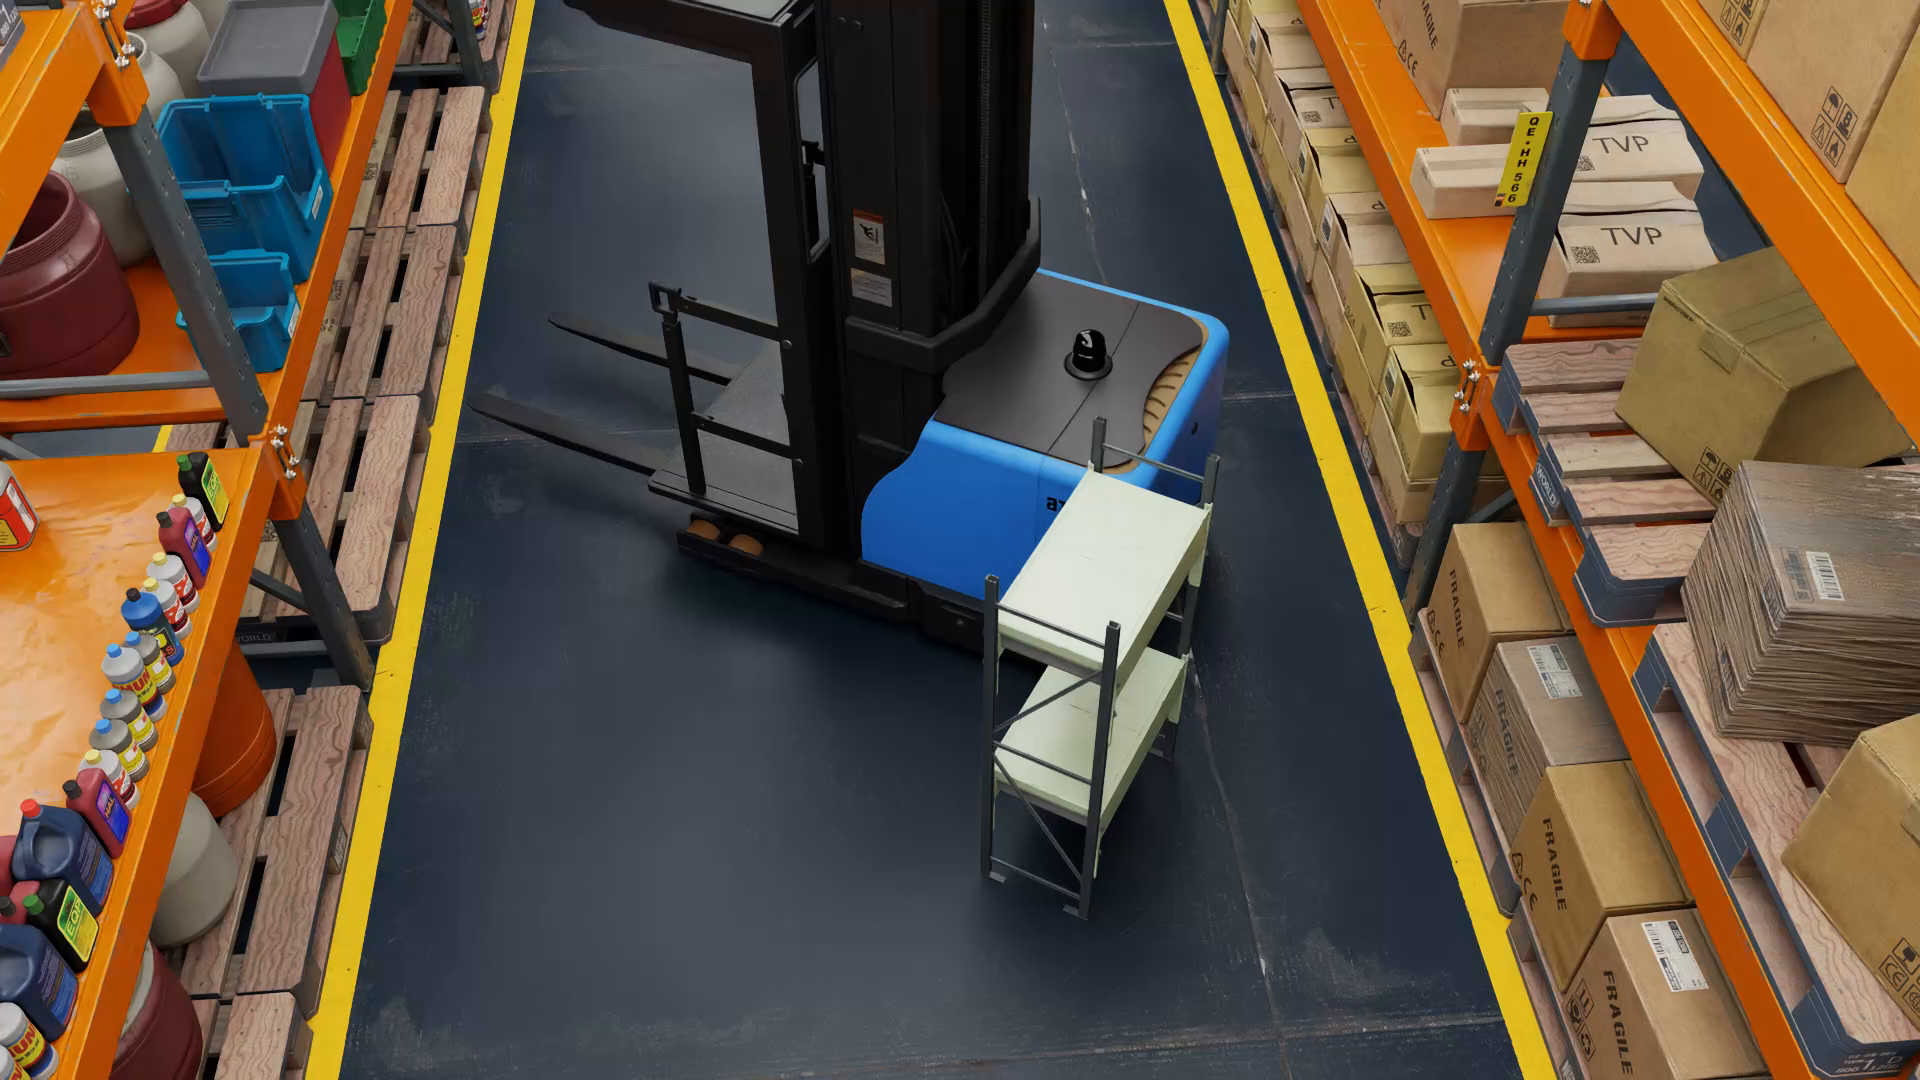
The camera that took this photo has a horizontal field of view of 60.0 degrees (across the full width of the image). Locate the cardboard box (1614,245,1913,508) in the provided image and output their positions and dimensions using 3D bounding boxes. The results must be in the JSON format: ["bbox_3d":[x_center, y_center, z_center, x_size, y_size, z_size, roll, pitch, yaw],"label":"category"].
[{"bbox_3d":[2.396,-0.500,4.799,0.700,0.500,0.500,-18,49,-16],"label":"cardboard box"}]

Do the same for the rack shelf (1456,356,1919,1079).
[{"bbox_3d":[2.399,0.925,4.304,1.077,0.370,4.000,-3,47,-3],"label":"rack shelf"}]

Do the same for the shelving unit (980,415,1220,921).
[{"bbox_3d":[0.419,0.446,5.294,0.431,1.500,0.755,21,50,18],"label":"shelving unit"}]

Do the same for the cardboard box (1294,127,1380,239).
[{"bbox_3d":[1.813,-1.629,7.445,0.500,0.311,0.500,-2,47,-2],"label":"cardboard box"}]

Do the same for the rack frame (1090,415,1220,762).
[{"bbox_3d":[0.587,0.210,5.518,0.400,1.500,0.023,21,50,18],"label":"rack frame"}]

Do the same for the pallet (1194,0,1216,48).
[{"bbox_3d":[1.871,-3.283,9.714,1.003,0.211,1.213,-3,47,-3],"label":"pallet"}]

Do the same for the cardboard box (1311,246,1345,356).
[{"bbox_3d":[1.858,-1.071,7.303,0.500,0.250,0.500,-3,47,-2],"label":"cardboard box"}]

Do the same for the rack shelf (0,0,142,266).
[{"bbox_3d":[-2.538,0.191,2.932,1.077,0.370,4.000,-3,47,-3],"label":"rack shelf"}]

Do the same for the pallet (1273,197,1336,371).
[{"bbox_3d":[2.102,-1.290,7.826,1.003,0.211,1.213,-3,47,-3],"label":"pallet"}]

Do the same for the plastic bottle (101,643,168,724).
[{"bbox_3d":[-2.203,0.373,4.420,0.097,0.271,0.097,0,47,0],"label":"plastic bottle"}]

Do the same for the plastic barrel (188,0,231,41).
[{"bbox_3d":[-3.117,-2.176,6.651,0.433,0.535,0.433,0,47,0],"label":"plastic barrel"}]

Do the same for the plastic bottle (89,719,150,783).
[{"bbox_3d":[-2.187,0.538,4.312,0.097,0.201,0.097,0,47,0],"label":"plastic bottle"}]

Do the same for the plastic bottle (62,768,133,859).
[{"bbox_3d":[-2.151,0.662,4.137,0.061,0.283,0.133,-3,47,-3],"label":"plastic bottle"}]

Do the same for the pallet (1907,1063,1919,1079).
[{"bbox_3d":[2.608,1.605,3.296,1.003,0.211,1.213,-3,47,-3],"label":"pallet"}]

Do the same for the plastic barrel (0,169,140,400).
[{"bbox_3d":[-3.046,-0.836,5.382,0.600,0.536,0.708,-3,47,-3],"label":"plastic barrel"}]

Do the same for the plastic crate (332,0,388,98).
[{"bbox_3d":[-2.613,-2.050,6.771,0.450,0.188,0.662,-3,47,-3],"label":"plastic crate"}]

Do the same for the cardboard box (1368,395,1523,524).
[{"bbox_3d":[1.944,-0.335,6.605,0.500,0.250,0.500,-2,47,-2],"label":"cardboard box"}]

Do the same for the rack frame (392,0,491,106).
[{"bbox_3d":[-3.040,-3.365,7.871,1.000,3.000,0.127,-3,47,-3],"label":"rack frame"}]

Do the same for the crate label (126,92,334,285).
[{"bbox_3d":[-2.519,-1.219,5.814,0.502,0.435,0.616,-3,47,-3],"label":"crate label"}]

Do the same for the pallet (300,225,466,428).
[{"bbox_3d":[-2.830,-0.956,7.510,1.003,0.211,1.213,-3,47,-3],"label":"pallet"}]

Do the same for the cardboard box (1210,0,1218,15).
[{"bbox_3d":[1.640,-3.185,9.305,0.500,0.250,0.500,-3,47,-3],"label":"cardboard box"}]

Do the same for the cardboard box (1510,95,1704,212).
[{"bbox_3d":[2.349,-1.398,6.069,0.500,0.311,0.500,-4,47,-4],"label":"cardboard box"}]

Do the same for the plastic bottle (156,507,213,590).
[{"bbox_3d":[-2.227,0.002,4.762,0.061,0.283,0.133,-3,47,-3],"label":"plastic bottle"}]

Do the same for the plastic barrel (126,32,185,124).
[{"bbox_3d":[-3.039,-1.546,6.071,0.421,0.512,0.421,0,47,0],"label":"plastic barrel"}]

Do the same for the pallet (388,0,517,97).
[{"bbox_3d":[-3.055,-2.895,9.346,1.003,0.211,1.213,-3,47,-3],"label":"pallet"}]

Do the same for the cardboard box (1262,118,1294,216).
[{"bbox_3d":[1.771,-1.811,8.004,0.500,0.250,0.500,-5,47,-5],"label":"cardboard box"}]

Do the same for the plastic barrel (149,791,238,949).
[{"bbox_3d":[-2.511,0.996,5.165,0.421,0.512,0.421,0,47,0],"label":"plastic barrel"}]

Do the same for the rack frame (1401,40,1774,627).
[{"bbox_3d":[2.231,-0.770,5.413,1.000,3.000,0.127,-3,47,-3],"label":"rack frame"}]

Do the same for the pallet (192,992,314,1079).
[{"bbox_3d":[-2.499,1.936,4.771,1.003,0.211,1.213,-3,47,-3],"label":"pallet"}]

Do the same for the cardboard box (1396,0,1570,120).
[{"bbox_3d":[2.074,-2.017,6.526,0.500,0.500,0.500,-6,47,-5],"label":"cardboard box"}]

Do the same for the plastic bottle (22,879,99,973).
[{"bbox_3d":[-2.124,0.893,3.919,0.061,0.283,0.133,-3,47,-3],"label":"plastic bottle"}]

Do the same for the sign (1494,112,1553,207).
[{"bbox_3d":[1.678,-1.132,4.959,0.100,0.325,0.005,-3,47,-3],"label":"sign"}]

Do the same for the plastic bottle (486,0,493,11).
[{"bbox_3d":[-2.684,-3.070,9.164,0.152,0.276,0.135,-2,47,-2],"label":"plastic bottle"}]

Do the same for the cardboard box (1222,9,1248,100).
[{"bbox_3d":[1.683,-2.556,8.709,0.500,0.250,0.500,-5,47,-4],"label":"cardboard box"}]

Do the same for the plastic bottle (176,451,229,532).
[{"bbox_3d":[-2.246,-0.165,4.920,0.061,0.283,0.133,-3,47,-3],"label":"plastic bottle"}]

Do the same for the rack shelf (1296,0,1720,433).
[{"bbox_3d":[2.064,-1.969,7.045,1.077,0.370,4.000,-3,47,-3],"label":"rack shelf"}]

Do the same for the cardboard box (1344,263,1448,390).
[{"bbox_3d":[1.892,-0.901,6.756,0.500,0.311,0.500,-4,47,-4],"label":"cardboard box"}]

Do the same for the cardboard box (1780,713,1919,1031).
[{"bbox_3d":[2.357,0.671,3.691,0.700,0.500,0.500,-14,48,-13],"label":"cardboard box"}]

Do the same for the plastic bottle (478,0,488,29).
[{"bbox_3d":[-2.638,-2.885,9.041,0.097,0.201,0.097,0,47,0],"label":"plastic bottle"}]

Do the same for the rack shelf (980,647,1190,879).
[{"bbox_3d":[0.419,0.670,5.531,0.431,0.370,0.720,21,50,18],"label":"rack shelf"}]

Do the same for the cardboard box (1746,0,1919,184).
[{"bbox_3d":[2.344,-1.153,3.641,0.910,0.500,0.500,-3,47,-3],"label":"cardboard box"}]

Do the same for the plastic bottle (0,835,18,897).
[{"bbox_3d":[-2.279,0.805,4.002,0.061,0.283,0.133,-3,47,-3],"label":"plastic bottle"}]

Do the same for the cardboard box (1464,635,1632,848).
[{"bbox_3d":[2.034,0.664,5.474,0.500,0.500,0.500,-5,47,-5],"label":"cardboard box"}]

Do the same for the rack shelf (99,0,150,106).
[{"bbox_3d":[-2.873,-2.703,5.673,1.077,0.370,4.000,-3,47,-3],"label":"rack shelf"}]

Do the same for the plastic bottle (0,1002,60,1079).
[{"bbox_3d":[-2.117,1.115,3.717,0.097,0.271,0.097,0,47,0],"label":"plastic bottle"}]

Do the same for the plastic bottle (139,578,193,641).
[{"bbox_3d":[-2.227,0.186,4.645,0.097,0.201,0.097,0,47,0],"label":"plastic bottle"}]

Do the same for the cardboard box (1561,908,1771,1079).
[{"bbox_3d":[2.120,1.404,4.773,0.500,0.500,0.500,-5,47,-5],"label":"cardboard box"}]

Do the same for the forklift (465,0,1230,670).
[{"bbox_3d":[-0.567,-1.196,5.864,3.031,2.935,1.130,18,49,17],"label":"forklift"}]

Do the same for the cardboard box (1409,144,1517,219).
[{"bbox_3d":[1.880,-1.317,6.105,0.380,0.149,0.250,-3,47,-3],"label":"cardboard box"}]

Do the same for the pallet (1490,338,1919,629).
[{"bbox_3d":[2.358,-0.218,5.022,1.213,0.211,1.003,-3,47,-3],"label":"pallet"}]

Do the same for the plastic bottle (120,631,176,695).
[{"bbox_3d":[-2.211,0.326,4.512,0.097,0.201,0.097,0,47,0],"label":"plastic bottle"}]

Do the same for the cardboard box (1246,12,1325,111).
[{"bbox_3d":[1.719,-2.379,8.155,0.500,0.311,0.500,-4,47,-4],"label":"cardboard box"}]

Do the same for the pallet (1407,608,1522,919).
[{"bbox_3d":[2.256,0.732,5.912,1.003,0.211,1.213,-3,47,-3],"label":"pallet"}]
